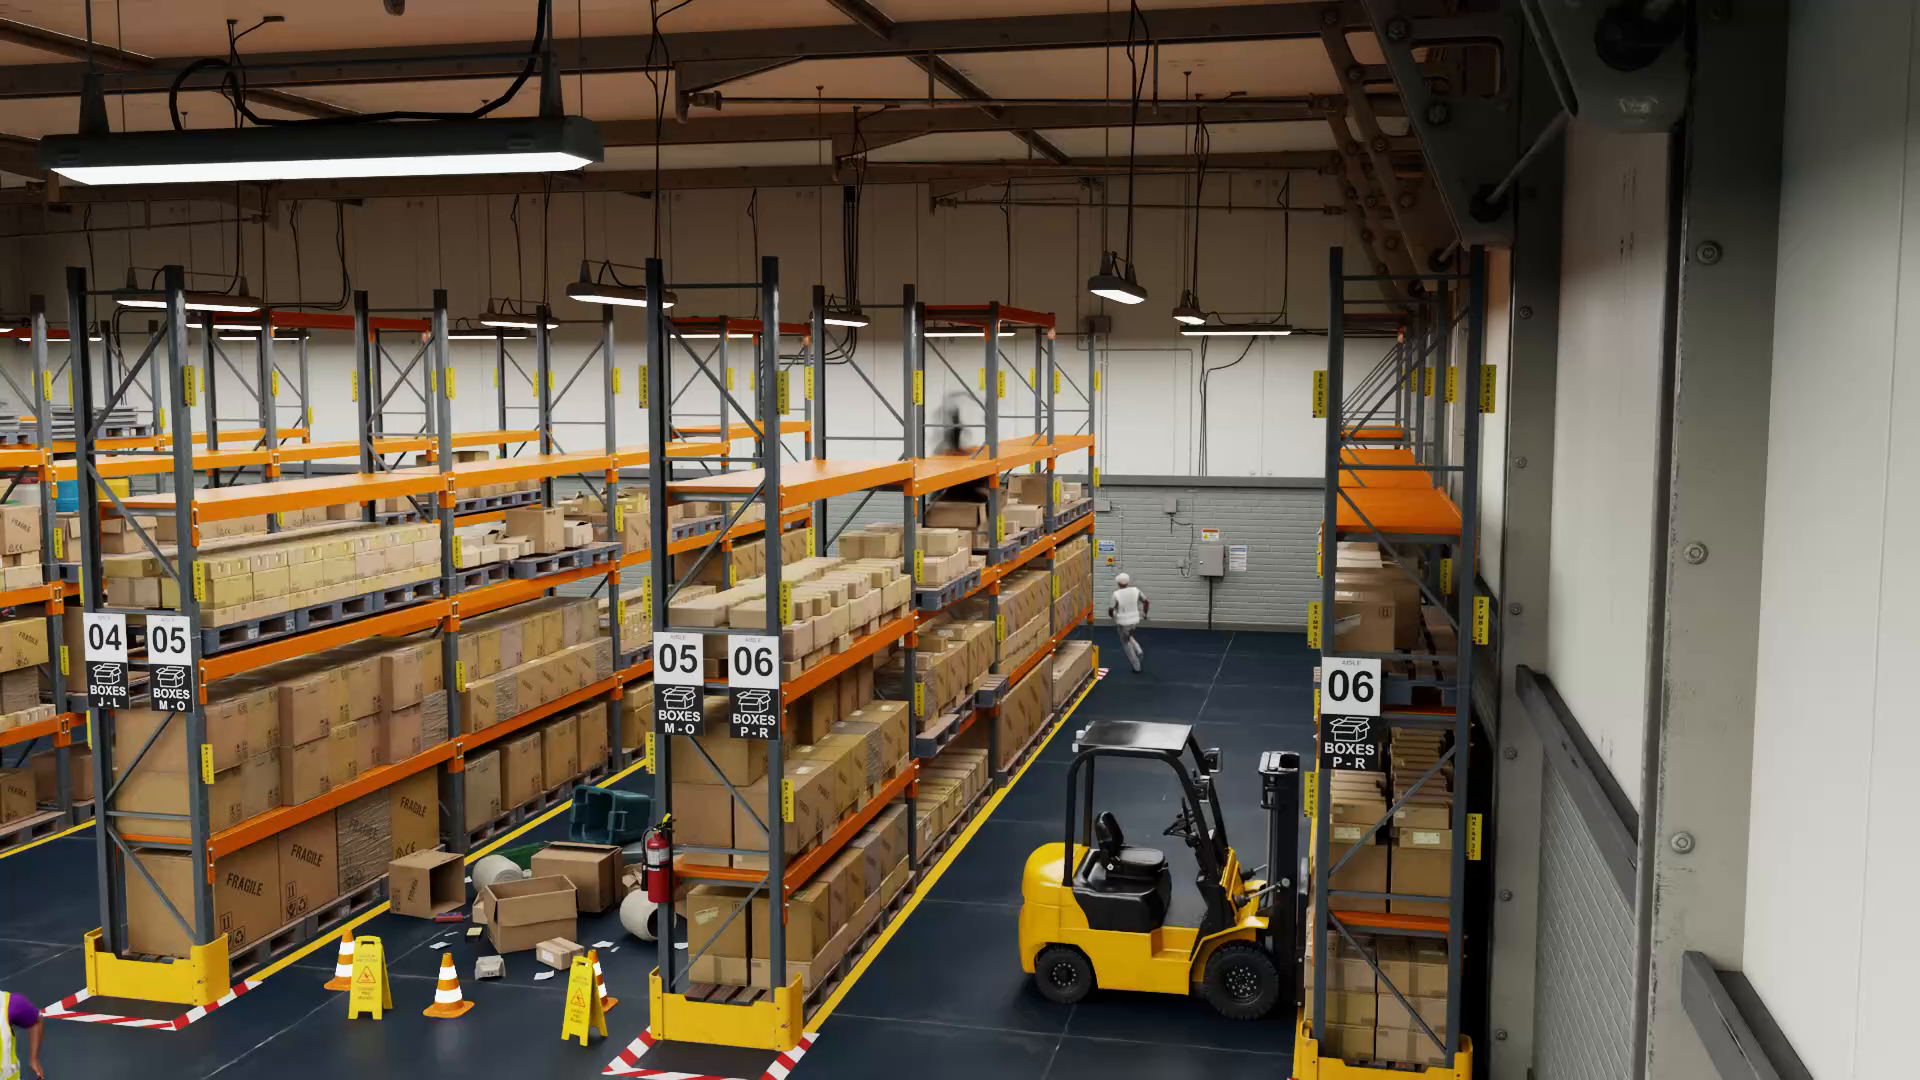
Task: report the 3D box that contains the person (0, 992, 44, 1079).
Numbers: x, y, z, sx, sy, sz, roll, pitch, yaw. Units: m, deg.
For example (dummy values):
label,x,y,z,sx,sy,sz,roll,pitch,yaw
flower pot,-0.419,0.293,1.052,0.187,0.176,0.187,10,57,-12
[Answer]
label,x,y,z,sx,sy,sz,roll,pitch,yaw
person,-5.760,3.301,9.783,0.677,1.742,0.666,-3,7,-28

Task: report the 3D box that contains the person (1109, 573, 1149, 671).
label,x,y,z,sx,sy,sz,roll,pitch,yaw
person,2.860,1.401,28.784,0.728,1.710,0.583,-3,6,-25
